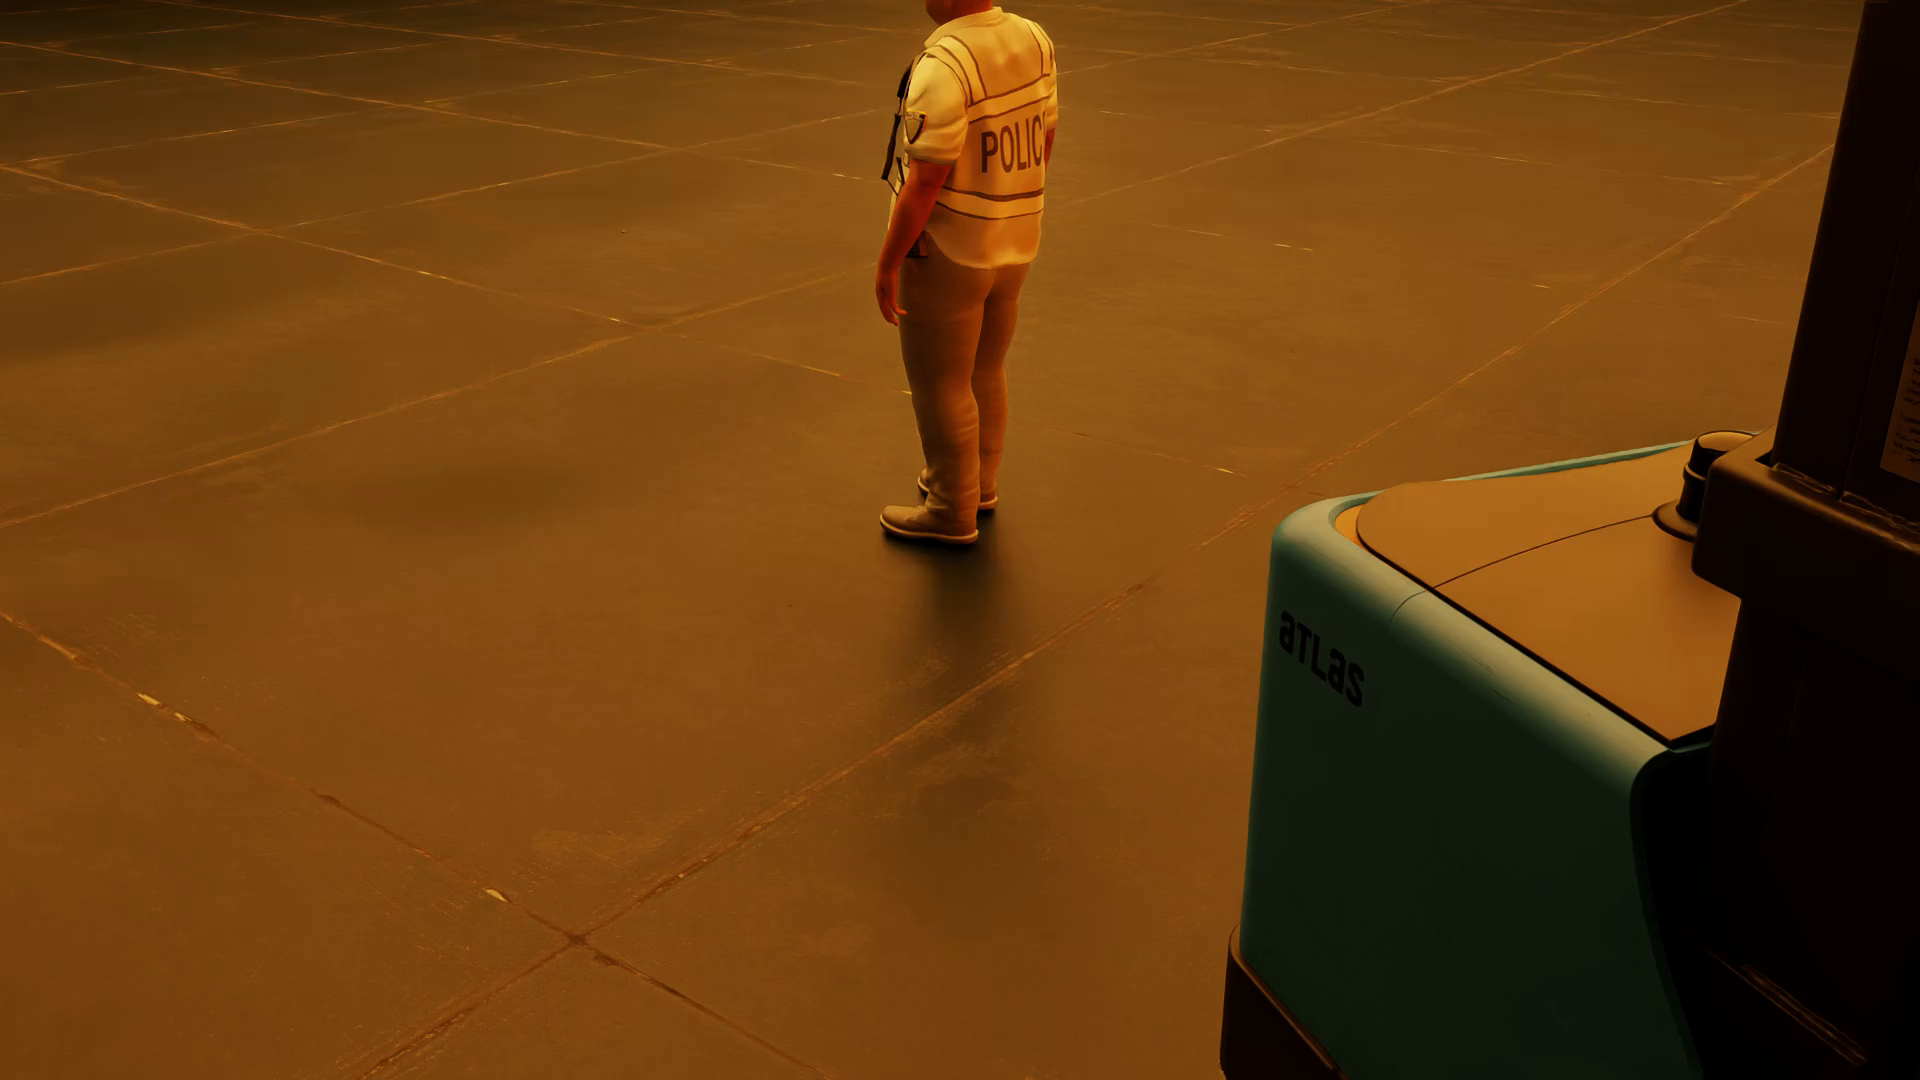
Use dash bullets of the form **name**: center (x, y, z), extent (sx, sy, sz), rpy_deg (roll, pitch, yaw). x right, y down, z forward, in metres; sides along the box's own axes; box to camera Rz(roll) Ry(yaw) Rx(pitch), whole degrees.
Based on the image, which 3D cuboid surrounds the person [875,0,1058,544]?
- **person**: center (-0.054, -0.847, 4.709), extent (0.575, 1.781, 0.640), rpy_deg (17, 29, 34)

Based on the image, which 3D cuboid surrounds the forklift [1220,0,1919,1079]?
- **forklift**: center (1.453, 0.063, 1.184), extent (1.130, 2.935, 3.031), rpy_deg (-9, 25, -20)
